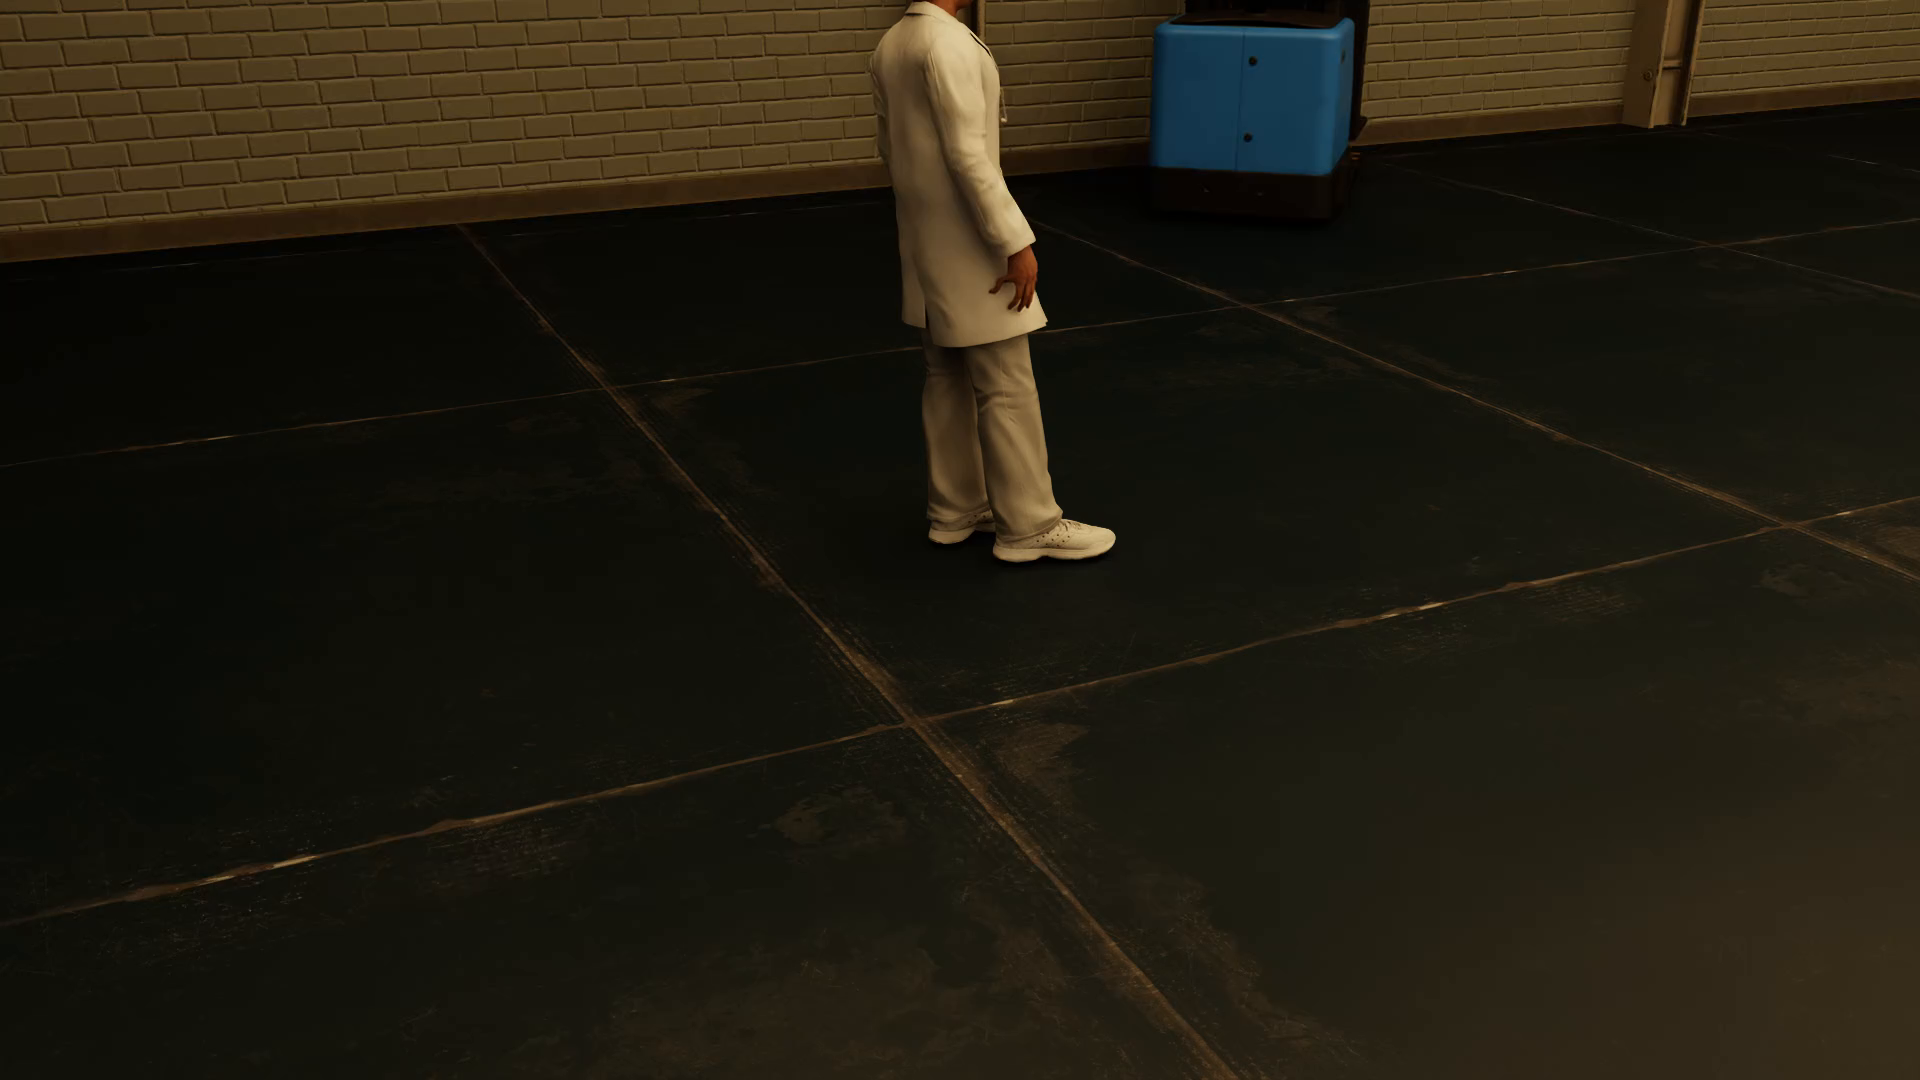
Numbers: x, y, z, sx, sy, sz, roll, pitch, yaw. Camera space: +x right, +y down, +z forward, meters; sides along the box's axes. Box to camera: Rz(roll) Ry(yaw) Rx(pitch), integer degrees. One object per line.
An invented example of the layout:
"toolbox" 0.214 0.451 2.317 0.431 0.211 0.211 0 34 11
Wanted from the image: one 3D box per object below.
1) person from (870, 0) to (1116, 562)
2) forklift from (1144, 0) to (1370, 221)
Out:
"person" 0.084 -0.841 4.796 0.578 1.777 0.698 -10 25 -23
"forklift" 1.981 -3.660 10.097 1.130 2.935 3.031 7 24 16
